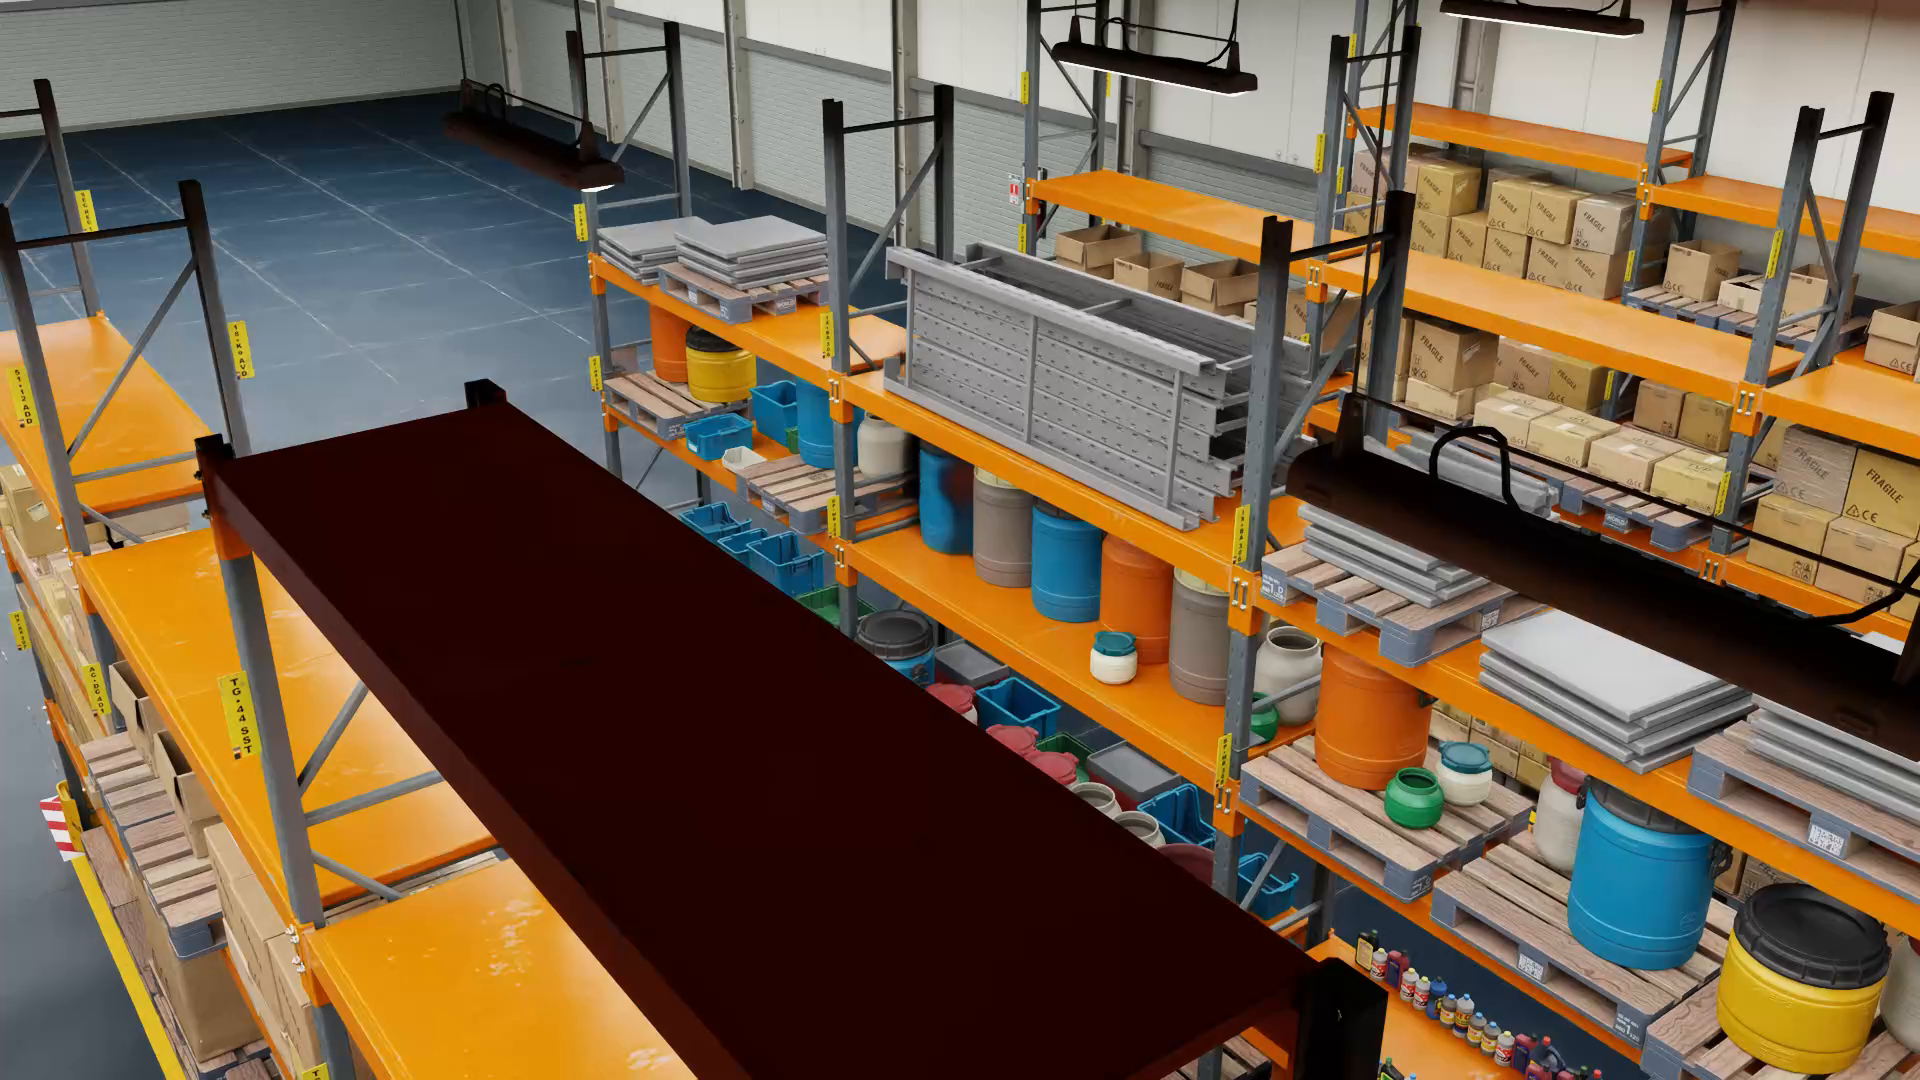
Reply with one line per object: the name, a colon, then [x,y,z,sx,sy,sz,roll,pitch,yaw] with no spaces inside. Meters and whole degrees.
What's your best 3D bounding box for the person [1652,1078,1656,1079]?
person: [4.931,3.041,10.539,0.433,1.552,0.823,-19,31,-35]
